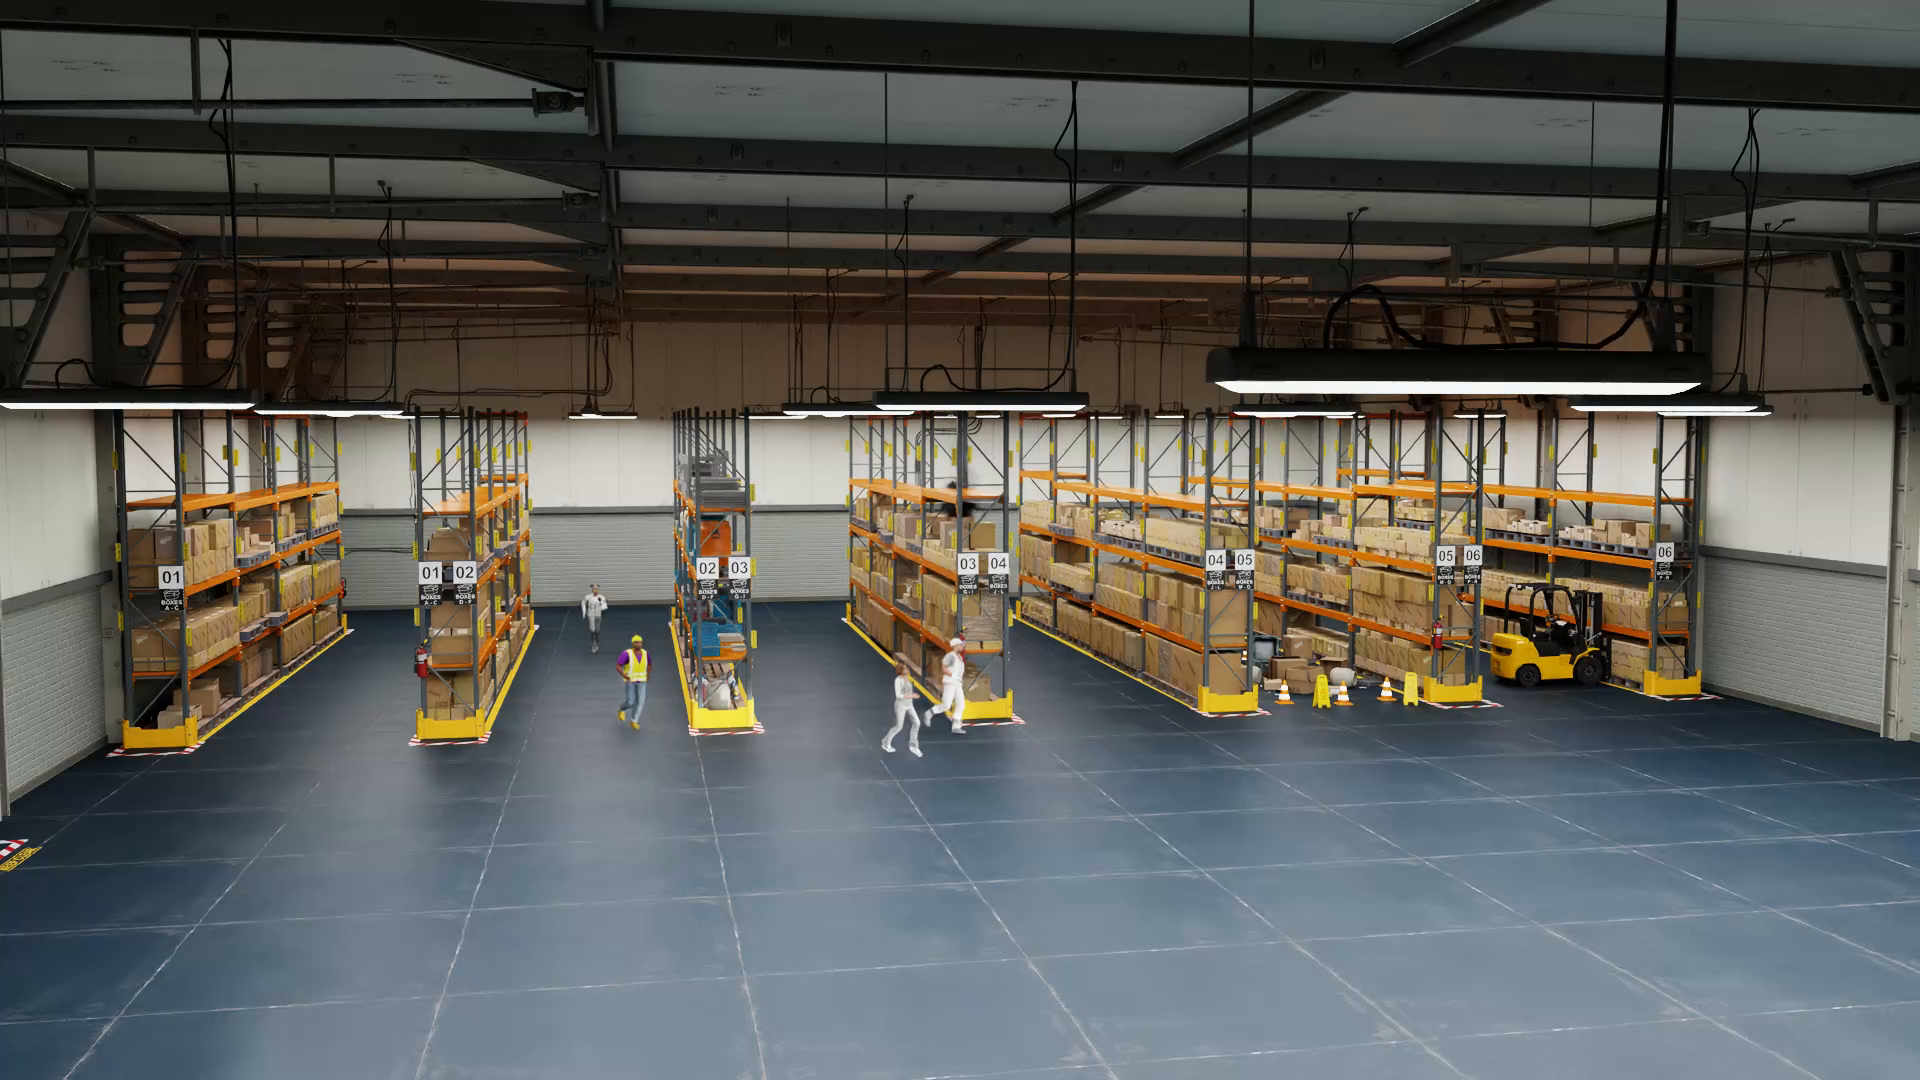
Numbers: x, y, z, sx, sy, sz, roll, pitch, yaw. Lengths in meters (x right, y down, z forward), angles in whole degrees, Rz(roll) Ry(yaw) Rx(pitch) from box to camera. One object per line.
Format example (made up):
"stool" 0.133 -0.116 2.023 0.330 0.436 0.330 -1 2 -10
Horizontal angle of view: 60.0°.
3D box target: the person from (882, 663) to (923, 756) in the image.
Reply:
"person" -0.997 2.905 28.549 0.732 1.625 0.541 2 5 26

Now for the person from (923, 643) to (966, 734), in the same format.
"person" -0.177 2.704 30.850 0.914 1.675 0.683 2 5 27

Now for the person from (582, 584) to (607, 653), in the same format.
"person" -9.102 1.940 41.427 0.573 1.738 0.689 -2 4 -22

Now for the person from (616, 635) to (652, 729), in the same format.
"person" -6.109 2.647 31.263 0.723 1.730 0.688 -2 5 -31
